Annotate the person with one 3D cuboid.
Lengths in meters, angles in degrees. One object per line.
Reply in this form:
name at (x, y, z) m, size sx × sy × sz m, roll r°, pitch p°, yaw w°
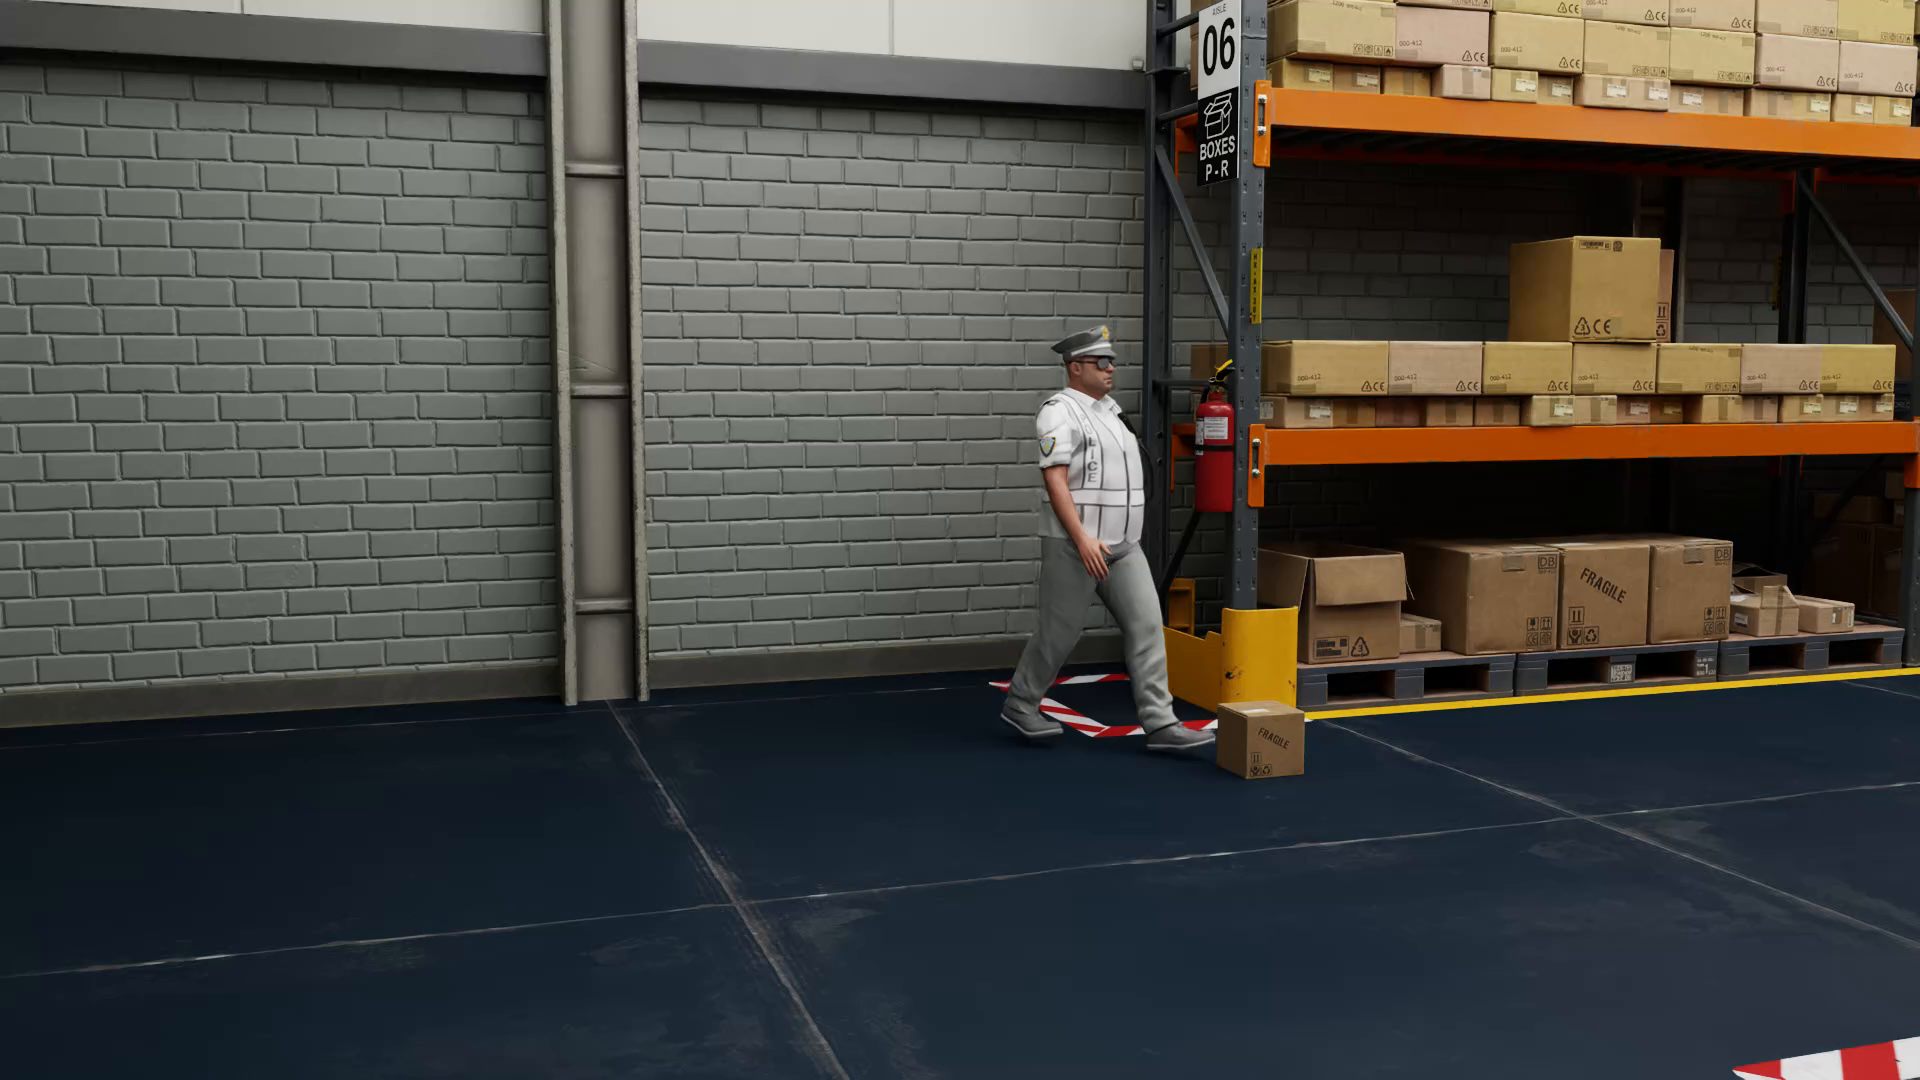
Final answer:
person at (0.575, -0.005, 6.769) m, size 0.539 × 1.733 × 0.932 m, roll -5°, pitch 8°, yaw -43°
